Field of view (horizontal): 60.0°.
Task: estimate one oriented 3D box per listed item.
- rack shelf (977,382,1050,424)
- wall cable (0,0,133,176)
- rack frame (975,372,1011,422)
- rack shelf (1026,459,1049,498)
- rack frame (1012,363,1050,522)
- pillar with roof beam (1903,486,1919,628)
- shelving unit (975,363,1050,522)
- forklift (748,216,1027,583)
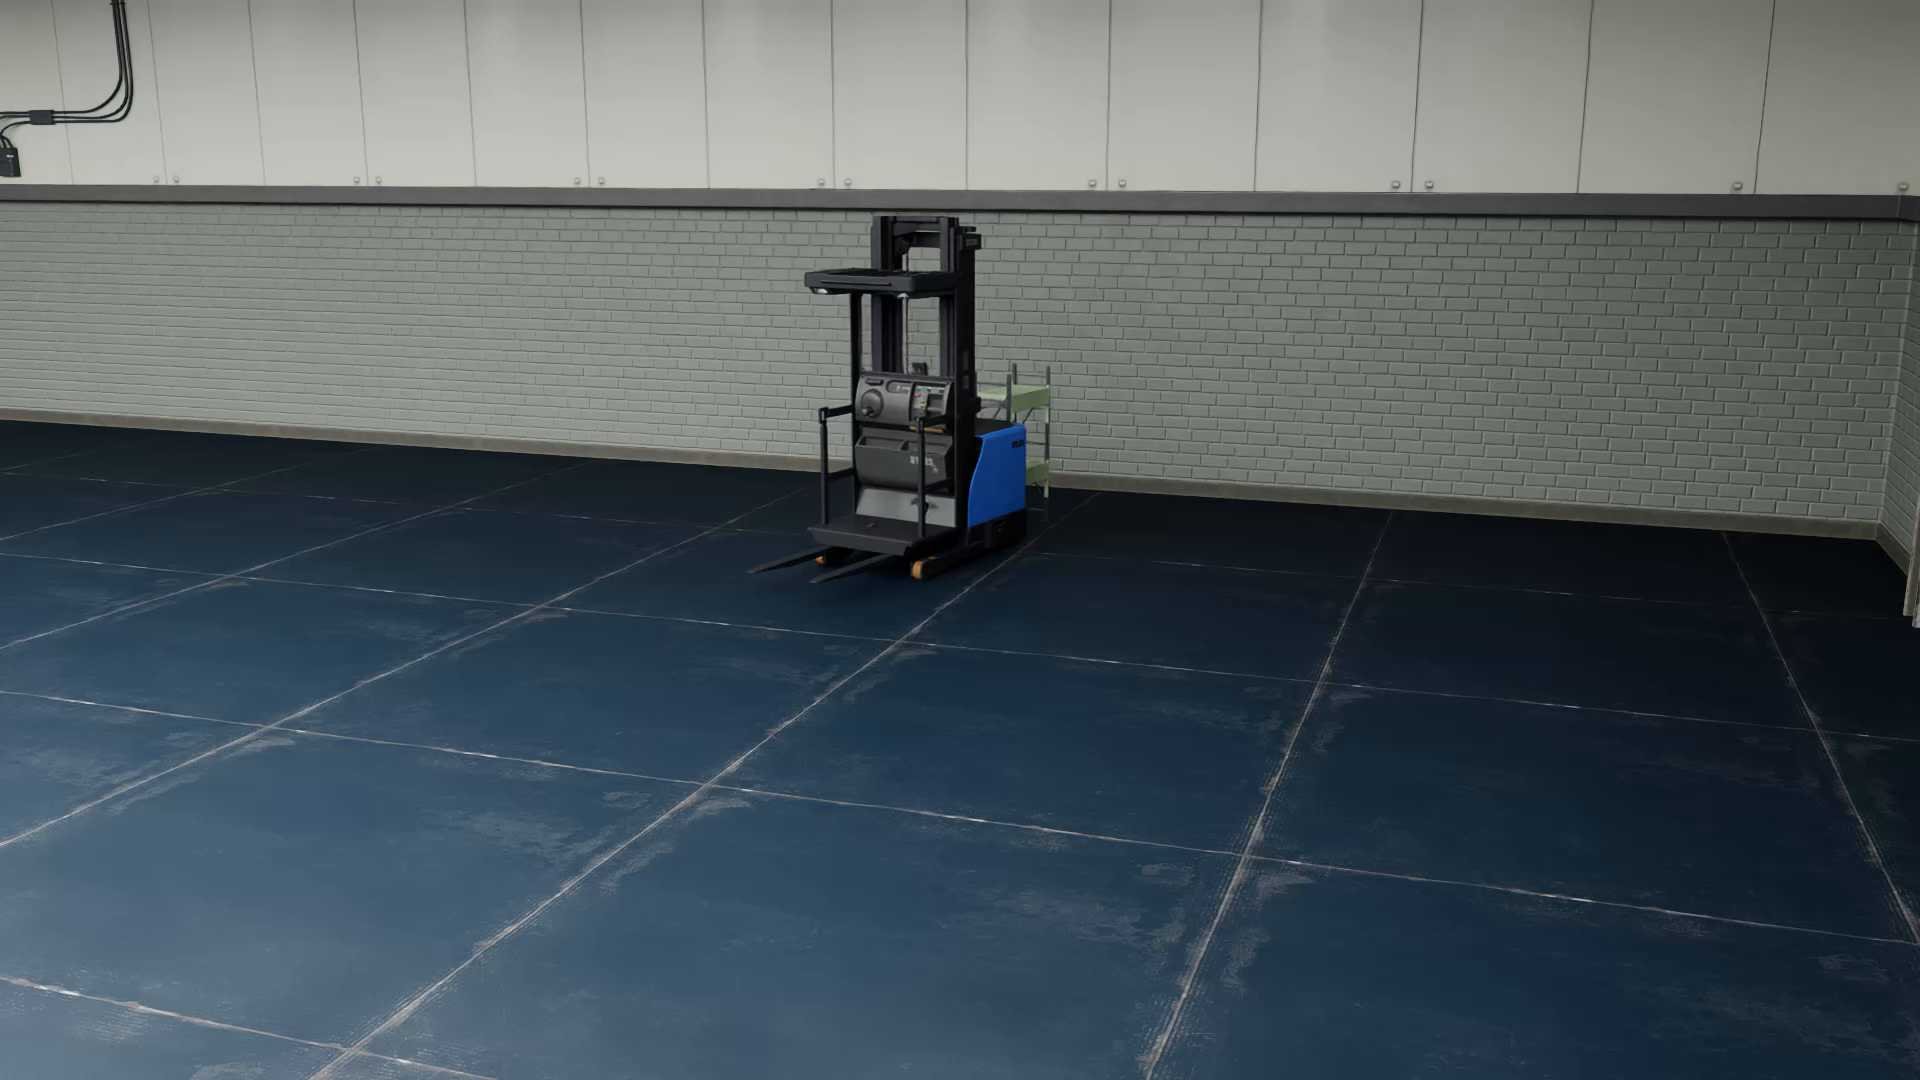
[{"bbox_3d":[0.484,-1.245,15.581,0.431,0.370,0.720,8,15,31],"label":"rack shelf"},{"bbox_3d":[-11.300,-7.533,20.388,2.305,6.003,0.169,4,14,18],"label":"wall cable"},{"bbox_3d":[0.291,-0.795,15.365,0.400,1.500,0.023,8,15,31],"label":"rack frame"},{"bbox_3d":[0.484,-0.547,15.740,0.431,0.370,0.720,8,15,31],"label":"rack shelf"},{"bbox_3d":[0.678,-0.934,15.970,0.400,1.500,0.023,8,15,31],"label":"rack frame"},{"bbox_3d":[3.250,-4.079,12.897,9.100,9.000,0.400,4,14,18],"label":"pillar with roof beam"},{"bbox_3d":[0.484,-0.865,15.667,0.431,1.500,0.755,8,15,31],"label":"shelving unit"},{"bbox_3d":[-0.595,-1.211,13.967,1.130,2.935,3.031,8,15,31],"label":"forklift"}]
